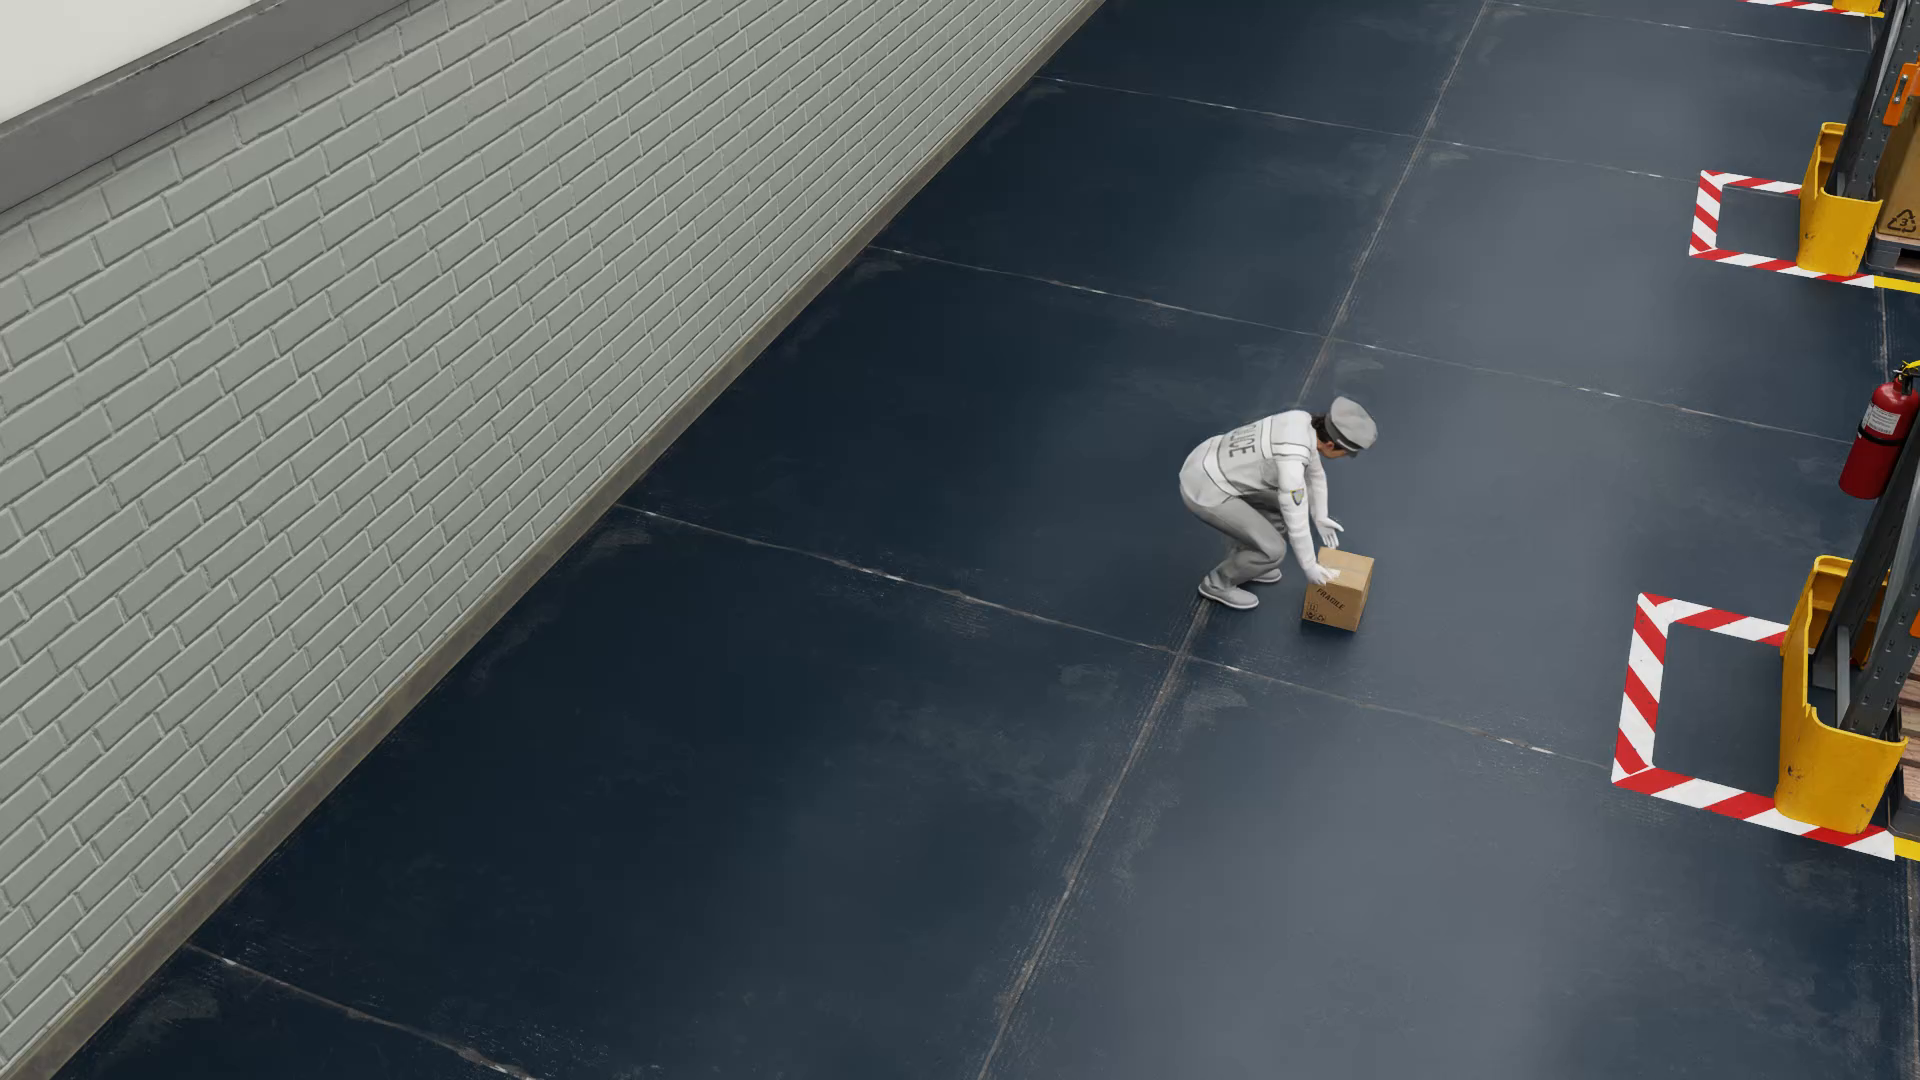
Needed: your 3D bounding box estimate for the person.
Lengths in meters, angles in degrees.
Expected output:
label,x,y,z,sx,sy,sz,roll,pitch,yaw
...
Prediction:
label,x,y,z,sx,sy,sz,roll,pitch,yaw
person,1.420,-0.204,7.568,0.826,1.075,0.505,14,40,17
